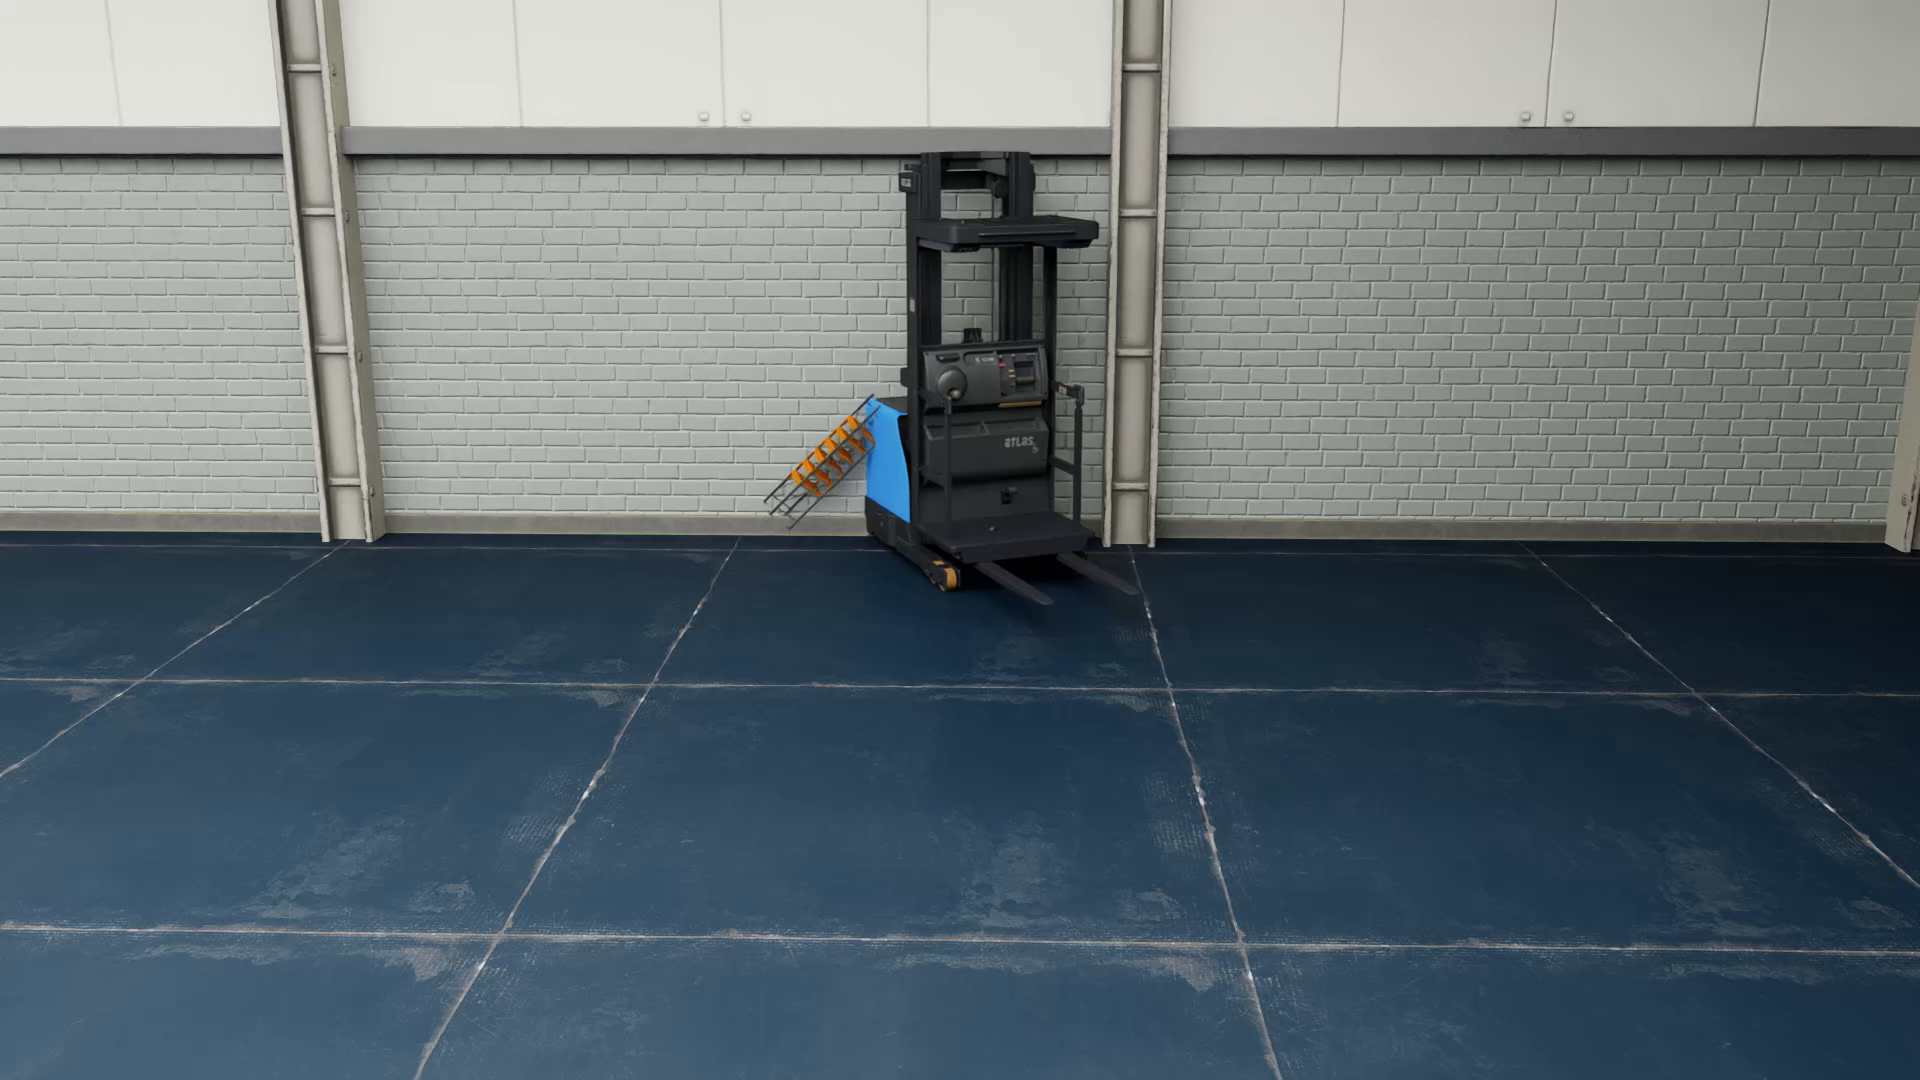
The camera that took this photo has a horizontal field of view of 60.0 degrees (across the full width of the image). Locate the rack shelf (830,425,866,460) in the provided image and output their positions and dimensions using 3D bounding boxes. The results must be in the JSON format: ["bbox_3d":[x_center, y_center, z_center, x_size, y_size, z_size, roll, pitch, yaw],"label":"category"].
[{"bbox_3d":[-0.843,-0.728,12.636,0.258,0.103,0.180,38,13,-38],"label":"rack shelf"}]

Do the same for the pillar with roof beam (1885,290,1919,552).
[{"bbox_3d":[7.180,-3.200,7.330,0.400,9.000,9.100,0,15,1],"label":"pillar with roof beam"}]

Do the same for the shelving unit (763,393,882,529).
[{"bbox_3d":[-0.982,-0.595,12.670,0.258,1.200,0.189,38,13,-38],"label":"shelving unit"}]

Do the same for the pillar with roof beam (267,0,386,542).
[{"bbox_3d":[-4.816,-3.279,7.627,0.400,9.000,9.100,0,15,1],"label":"pillar with roof beam"}]

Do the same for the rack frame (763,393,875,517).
[{"bbox_3d":[-1.013,-0.646,12.740,0.240,1.200,0.006,38,13,-38],"label":"rack frame"}]

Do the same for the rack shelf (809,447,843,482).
[{"bbox_3d":[-1.014,-0.565,12.678,0.258,0.103,0.180,38,13,-38],"label":"rack shelf"}]

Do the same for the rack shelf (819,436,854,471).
[{"bbox_3d":[-0.928,-0.647,12.657,0.258,0.103,0.180,38,13,-38],"label":"rack shelf"}]

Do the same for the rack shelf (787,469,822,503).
[{"bbox_3d":[-1.185,-0.402,12.720,0.258,0.103,0.180,38,13,-38],"label":"rack shelf"}]

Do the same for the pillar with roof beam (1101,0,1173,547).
[{"bbox_3d":[1.182,-3.239,7.479,0.400,9.000,9.100,0,15,1],"label":"pillar with roof beam"}]

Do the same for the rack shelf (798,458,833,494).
[{"bbox_3d":[-1.100,-0.484,12.699,0.258,0.103,0.180,38,13,-38],"label":"rack shelf"}]

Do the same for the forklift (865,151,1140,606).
[{"bbox_3d":[0.269,-1.185,11.587,1.130,2.935,3.031,-6,16,-22],"label":"forklift"}]

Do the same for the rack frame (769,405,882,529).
[{"bbox_3d":[-0.952,-0.545,12.600,0.240,1.200,0.006,38,13,-38],"label":"rack frame"}]

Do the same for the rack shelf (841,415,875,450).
[{"bbox_3d":[-0.757,-0.809,12.615,0.258,0.103,0.180,38,13,-38],"label":"rack shelf"}]
